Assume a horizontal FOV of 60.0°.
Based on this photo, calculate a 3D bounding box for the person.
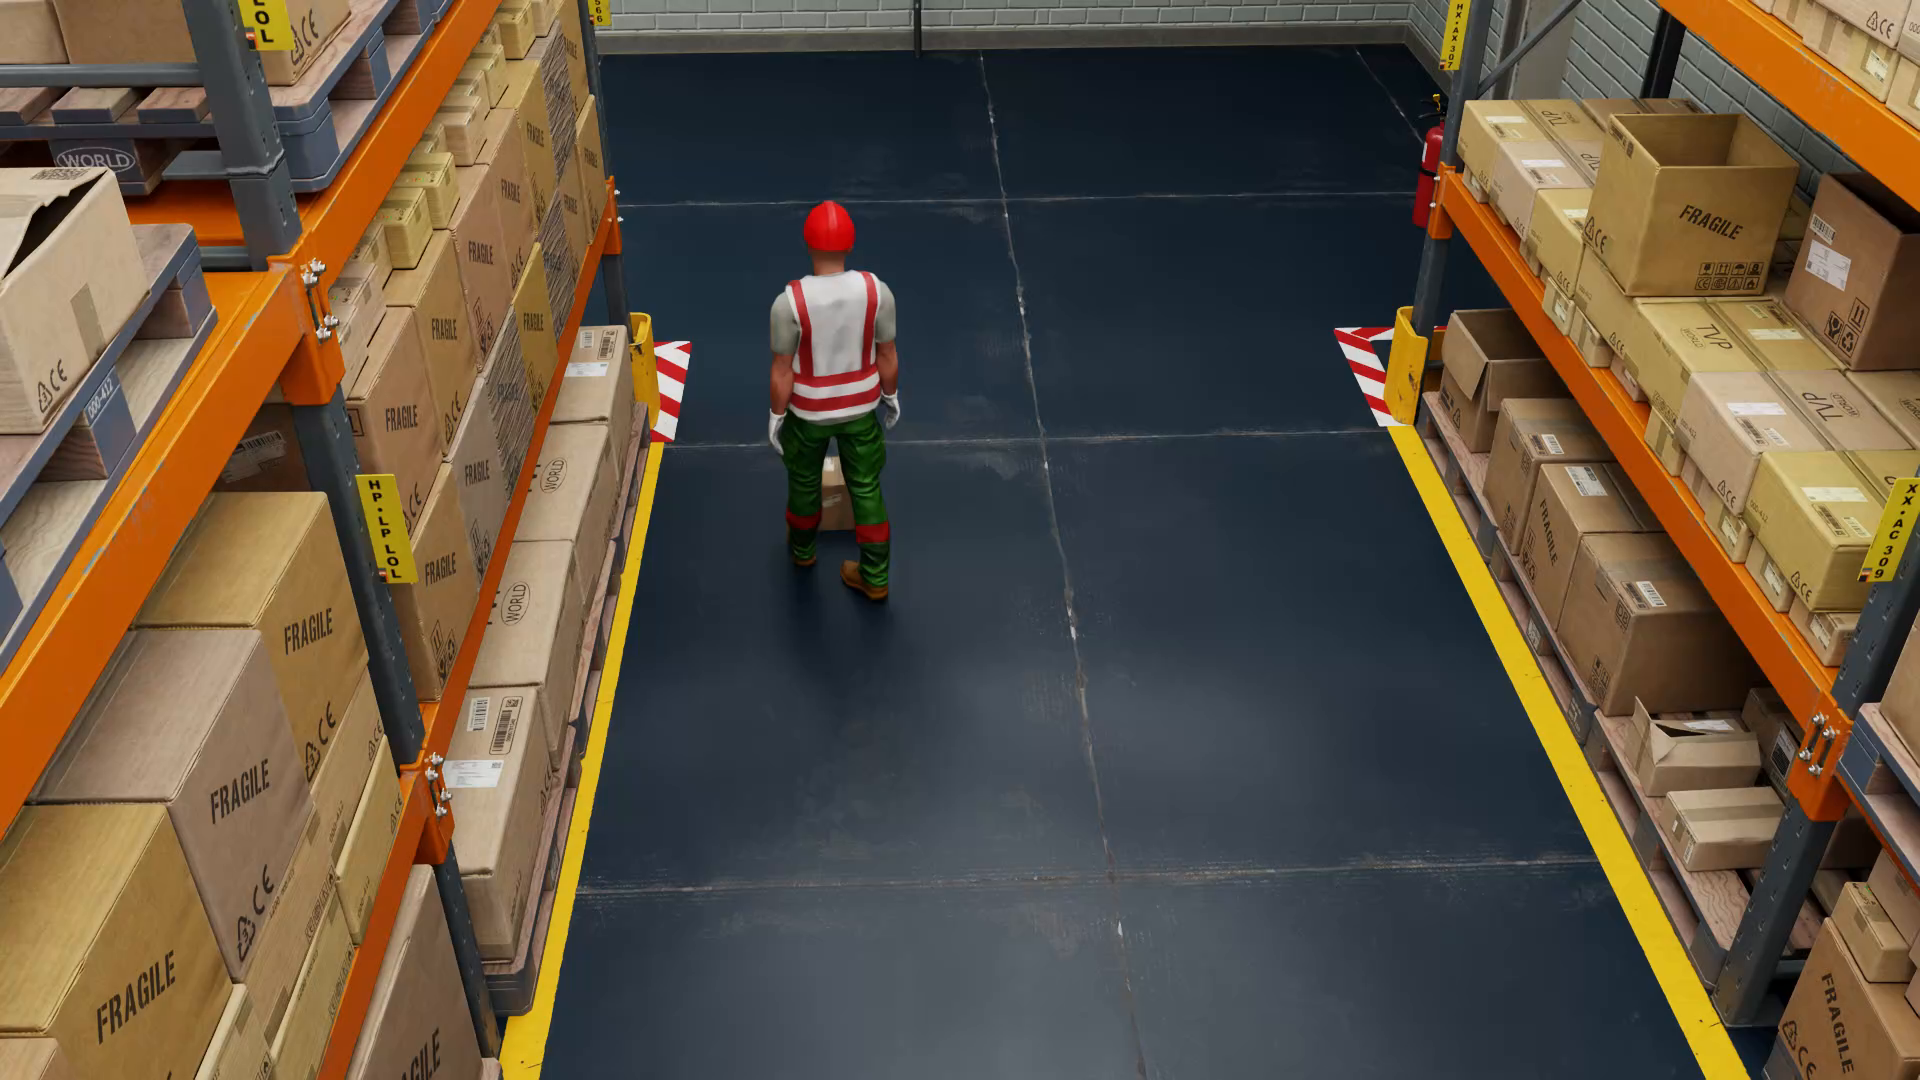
[{"bbox_3d":[-0.559,-0.611,6.995,0.577,1.785,0.648,-10,36,-14],"label":"person"}]
